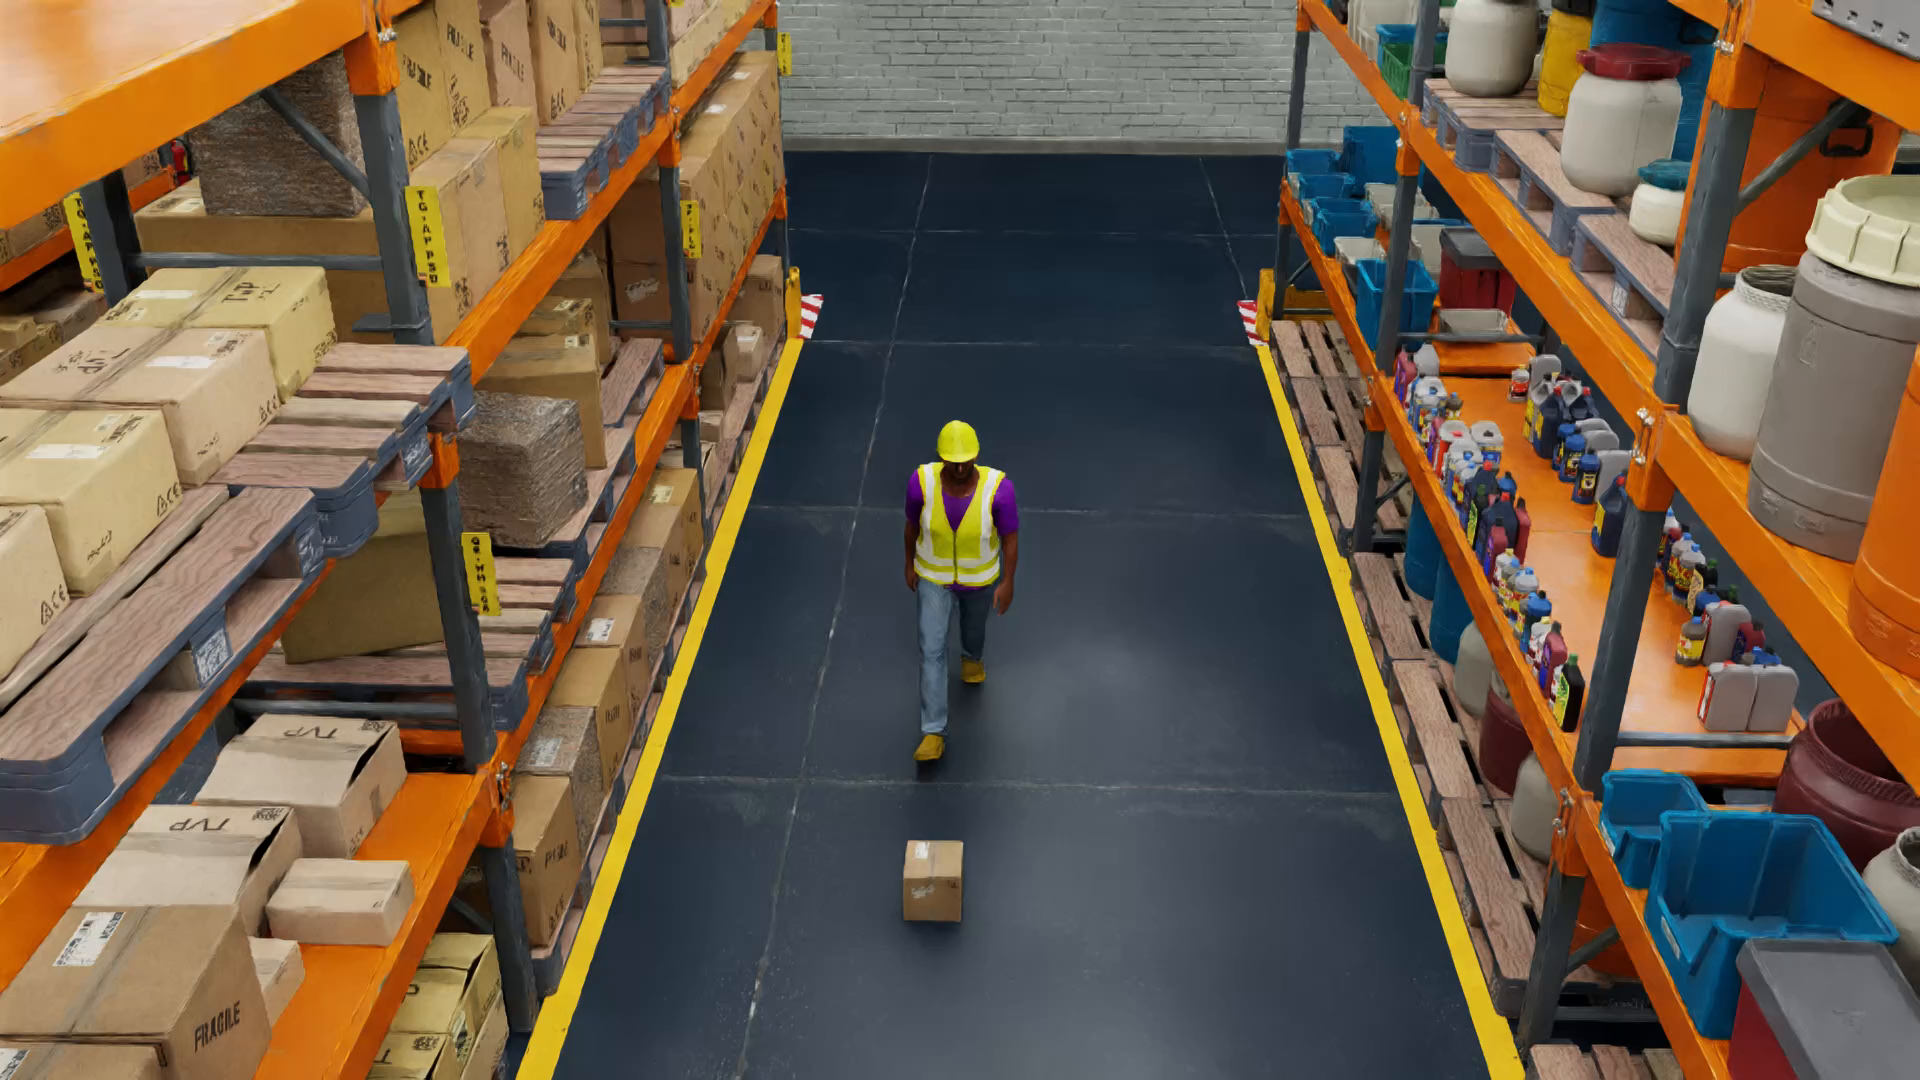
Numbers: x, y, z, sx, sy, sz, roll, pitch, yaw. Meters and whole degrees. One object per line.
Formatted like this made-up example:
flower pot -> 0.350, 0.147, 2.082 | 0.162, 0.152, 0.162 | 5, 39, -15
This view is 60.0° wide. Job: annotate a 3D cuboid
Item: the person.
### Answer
person -> 0.002, 0.190, 8.302 | 0.580, 1.652, 1.124 | 0, 28, 1
